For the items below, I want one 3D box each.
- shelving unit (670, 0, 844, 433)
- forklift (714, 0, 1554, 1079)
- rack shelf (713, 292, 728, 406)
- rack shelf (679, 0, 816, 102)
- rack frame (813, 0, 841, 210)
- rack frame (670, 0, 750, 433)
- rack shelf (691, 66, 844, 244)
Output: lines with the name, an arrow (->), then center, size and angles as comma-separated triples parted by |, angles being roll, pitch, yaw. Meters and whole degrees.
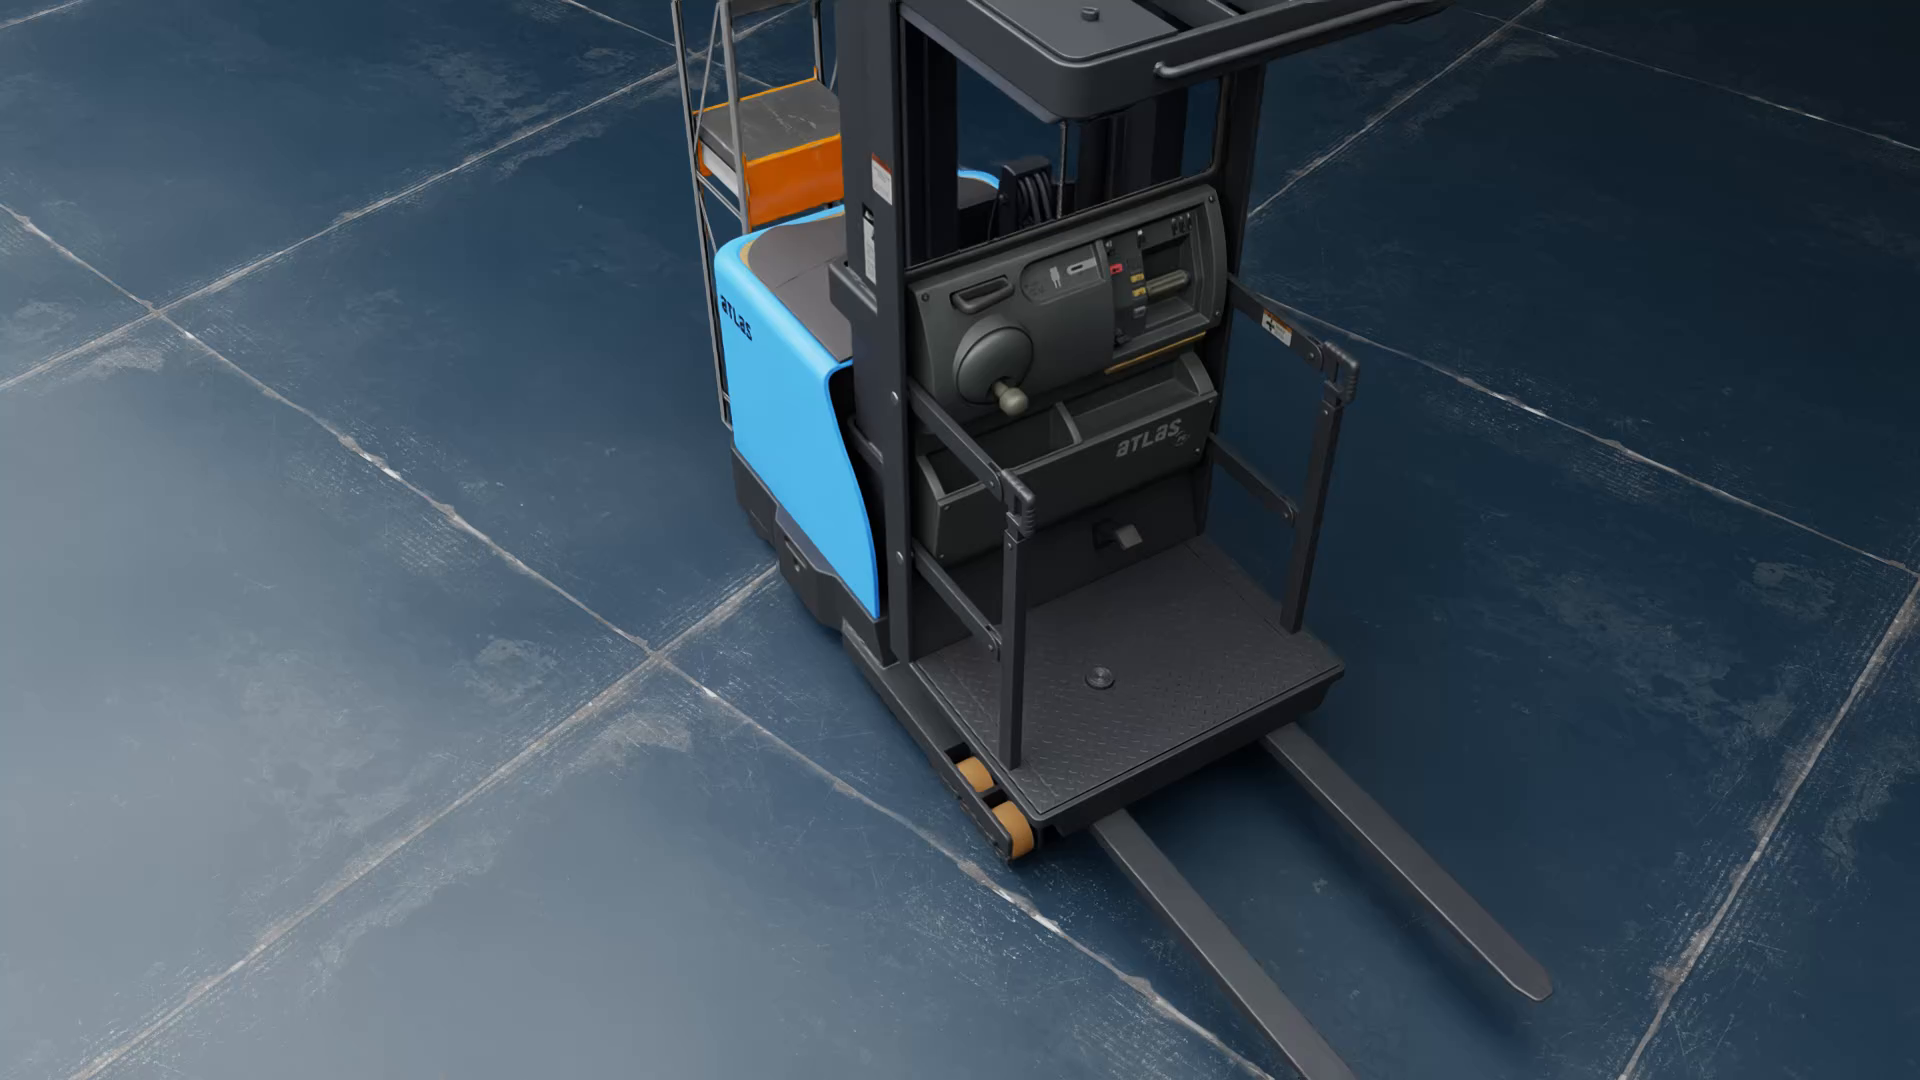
shelving unit -> -0.576, -1.203, 5.512 | 0.503, 2.100, 0.431 | -23, 47, -23
forklift -> 0.417, -0.536, 4.161 | 1.130, 2.935, 3.031 | -22, 47, -23
rack shelf -> -0.576, -0.675, 5.993 | 0.480, 0.518, 0.431 | -23, 47, -23
rack shelf -> -0.576, -1.711, 5.051 | 0.480, 0.518, 0.431 | -23, 47, -23
rack frame -> -0.370, -1.291, 5.609 | 0.015, 2.100, 0.400 | -23, 47, -23
rack frame -> -0.782, -1.115, 5.416 | 0.015, 2.100, 0.400 | -23, 47, -23
rack shelf -> -0.576, -1.193, 5.522 | 0.480, 0.518, 0.431 | -23, 47, -23
